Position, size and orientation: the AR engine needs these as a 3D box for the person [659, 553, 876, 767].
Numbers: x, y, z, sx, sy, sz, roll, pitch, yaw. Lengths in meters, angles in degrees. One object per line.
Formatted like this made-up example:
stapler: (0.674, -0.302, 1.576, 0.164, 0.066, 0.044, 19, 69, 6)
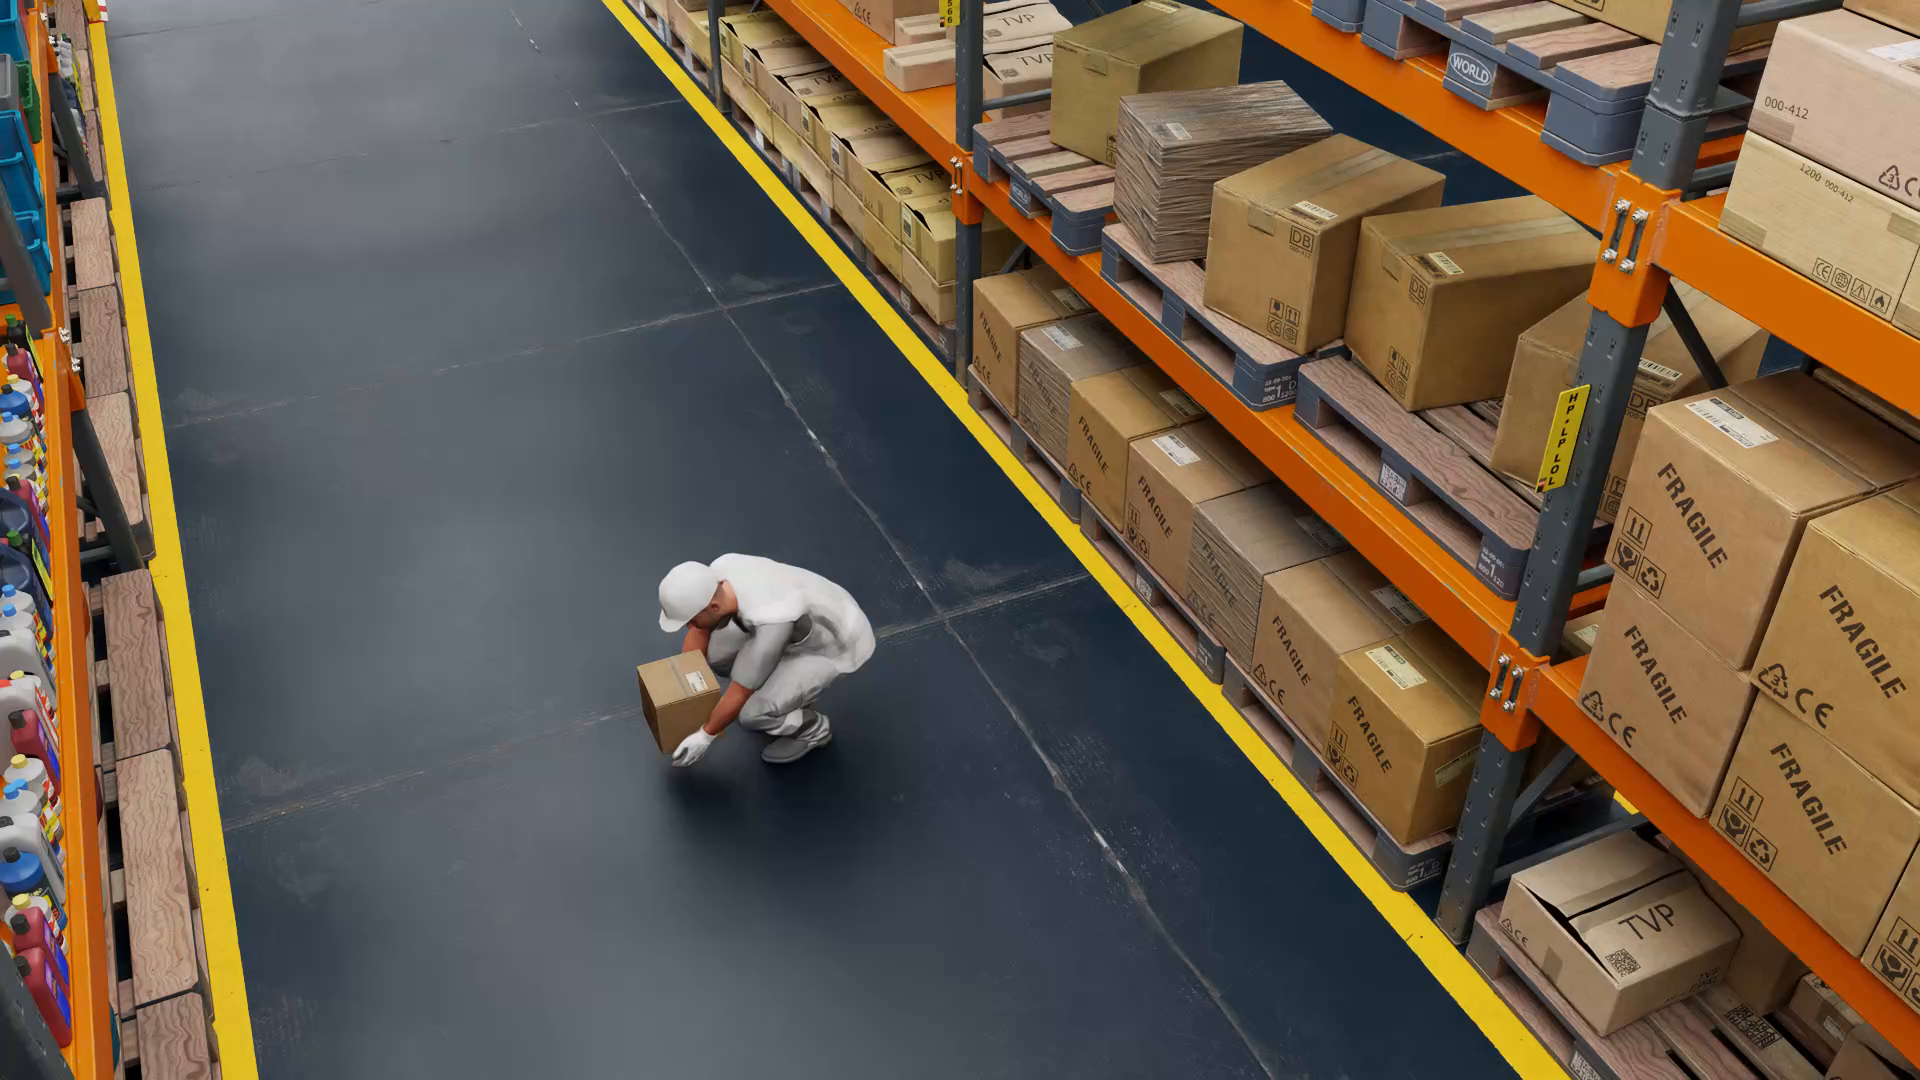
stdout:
person: (-0.745, 0.402, 6.264, 0.865, 0.993, 0.562, -16, 40, -20)
